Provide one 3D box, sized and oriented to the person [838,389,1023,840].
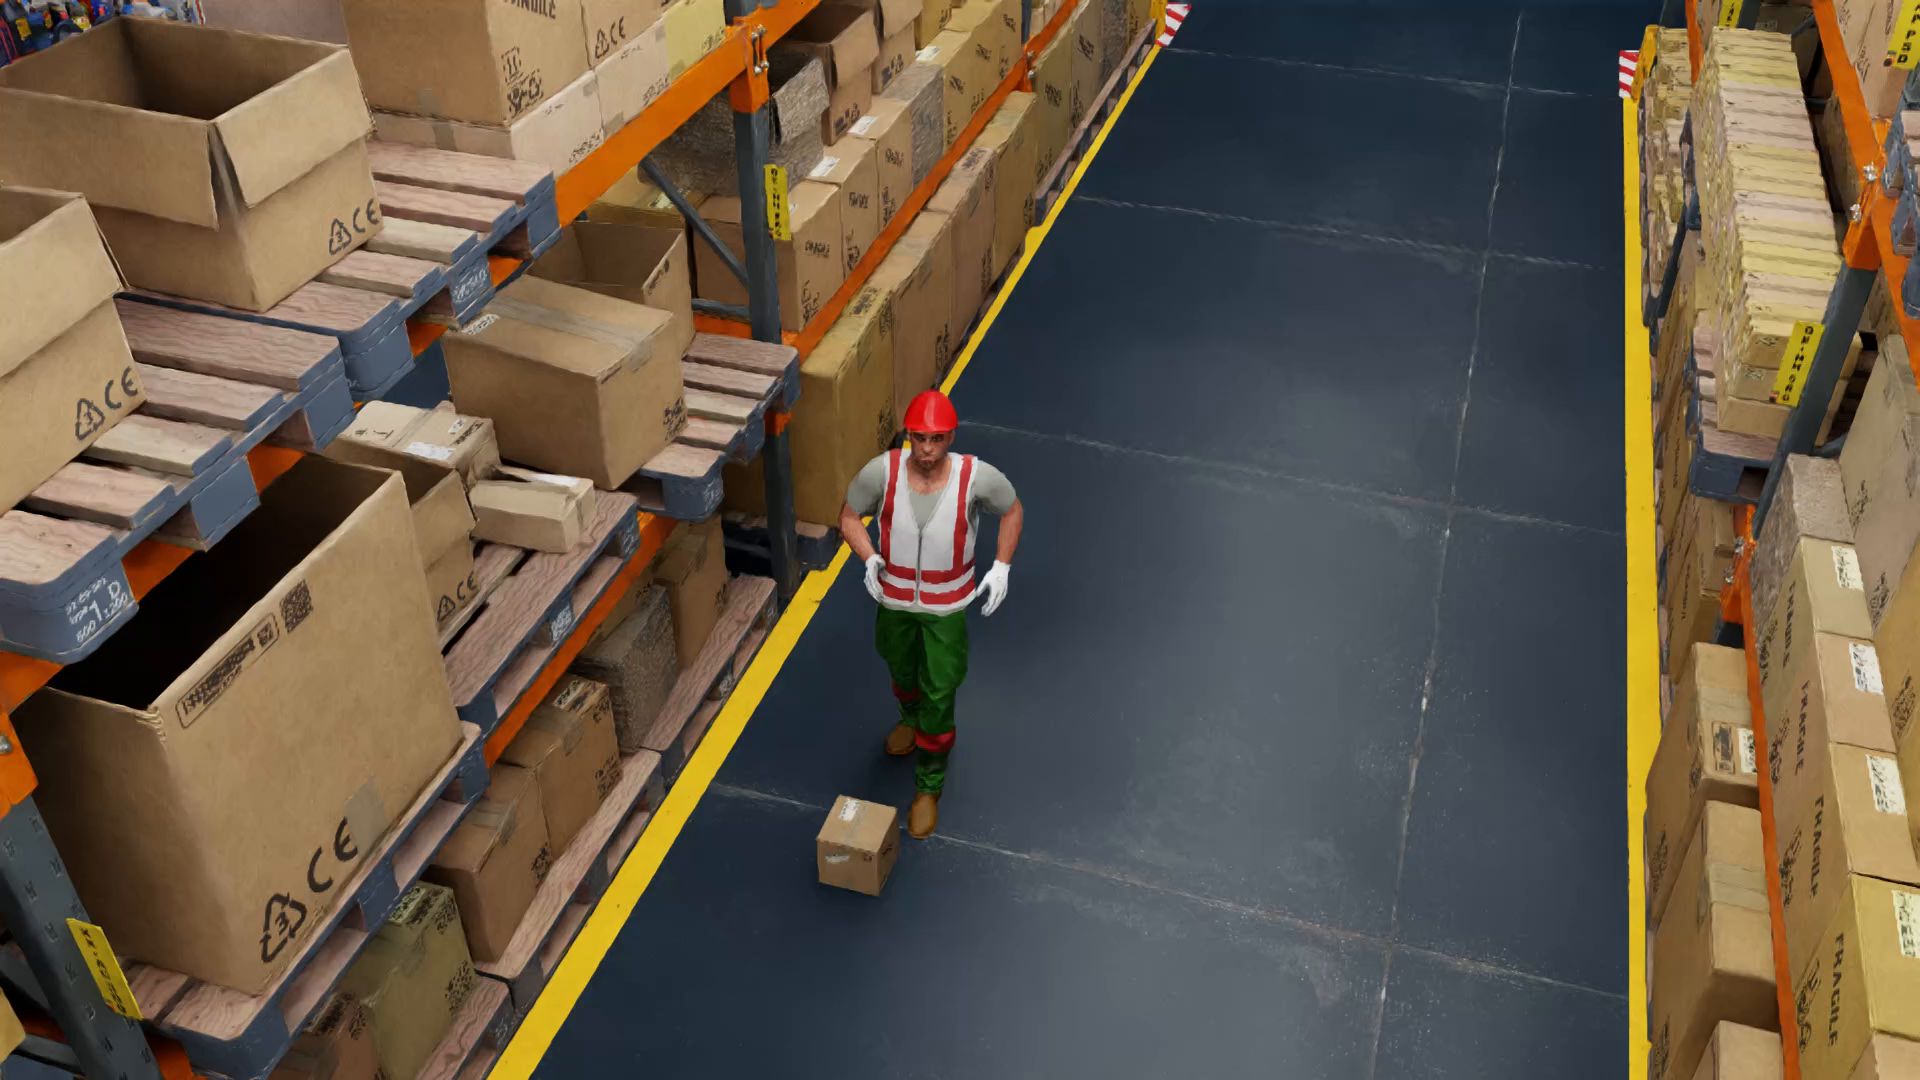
[{"bbox_3d":[-0.152,0.290,6.488,0.709,1.795,0.710,6,37,7],"label":"person"}]
